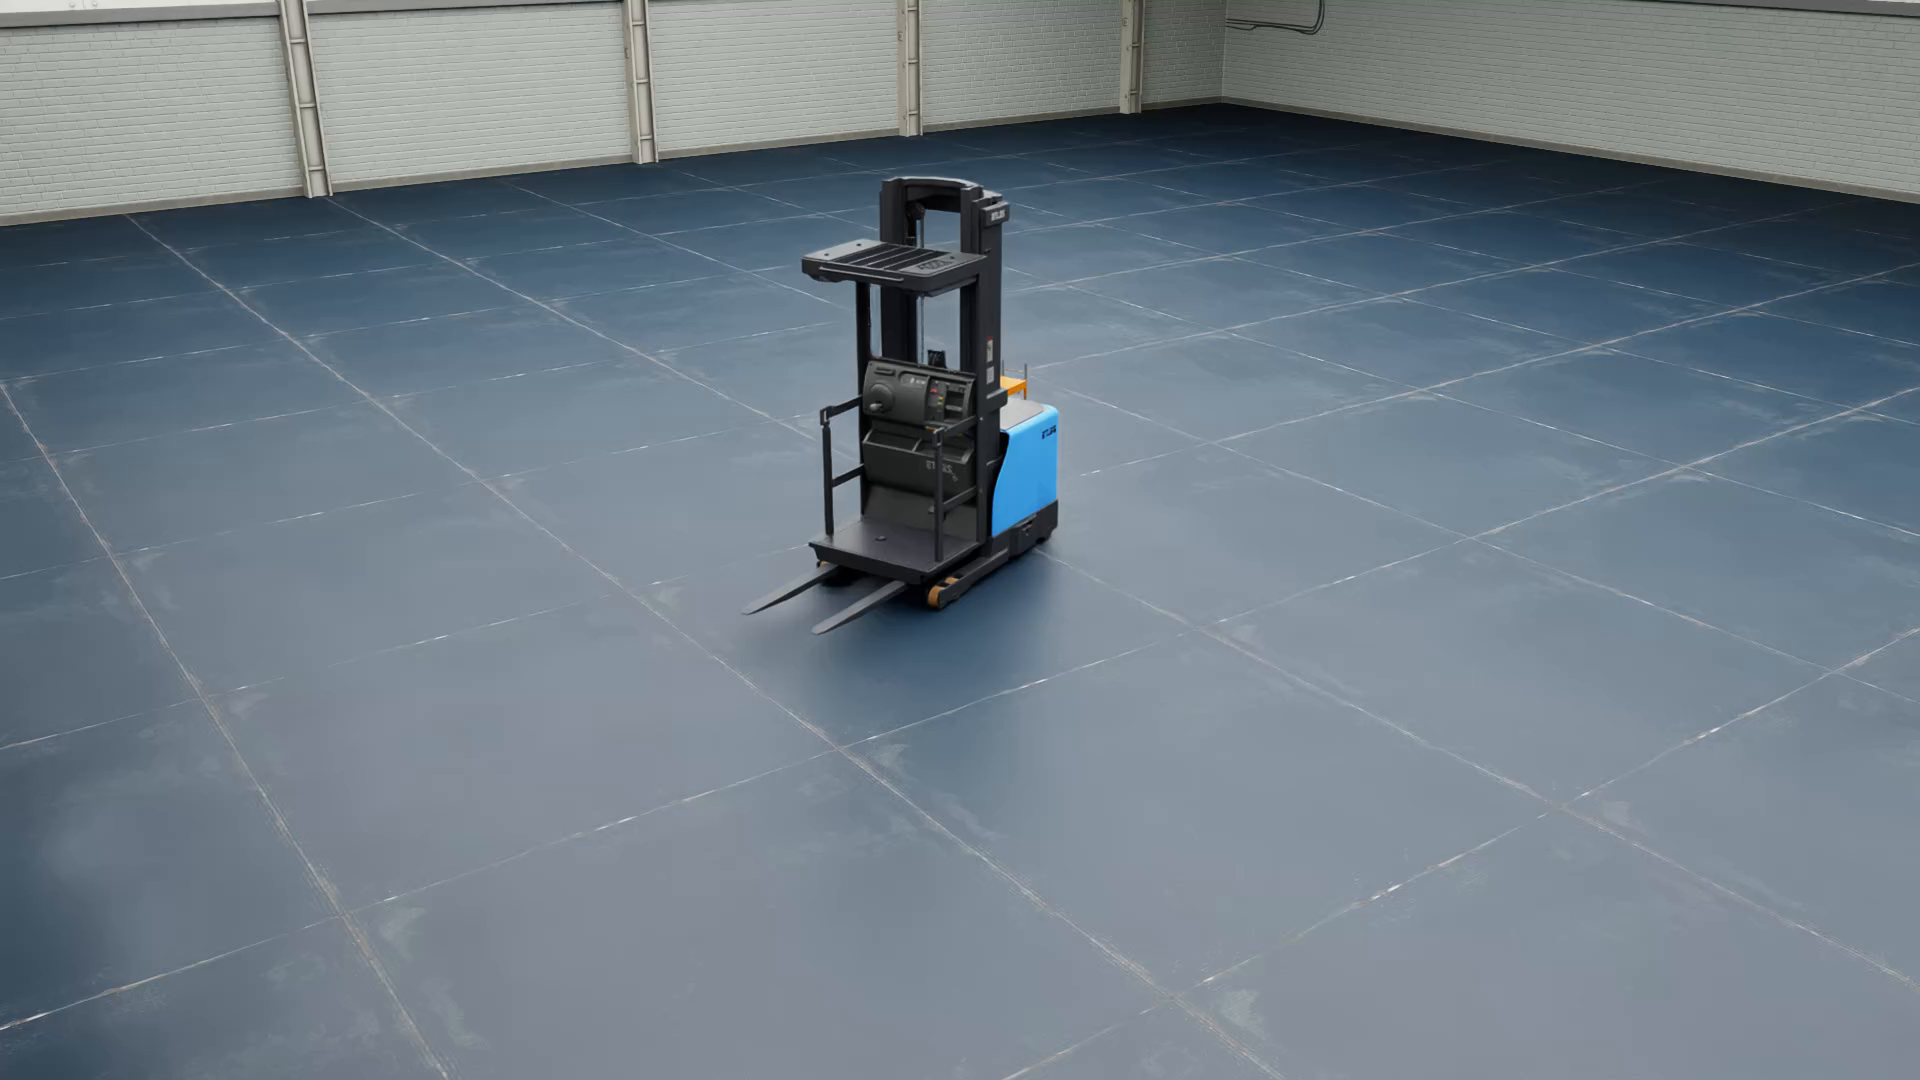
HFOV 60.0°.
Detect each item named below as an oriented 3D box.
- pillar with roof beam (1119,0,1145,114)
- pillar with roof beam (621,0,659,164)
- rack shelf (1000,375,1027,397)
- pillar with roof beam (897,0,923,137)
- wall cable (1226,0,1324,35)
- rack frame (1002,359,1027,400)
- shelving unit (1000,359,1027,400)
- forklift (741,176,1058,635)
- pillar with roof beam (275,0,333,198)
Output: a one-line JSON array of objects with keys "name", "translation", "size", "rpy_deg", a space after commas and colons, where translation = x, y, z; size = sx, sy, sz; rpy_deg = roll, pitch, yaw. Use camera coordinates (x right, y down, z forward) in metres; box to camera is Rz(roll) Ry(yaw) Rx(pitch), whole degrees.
[{"name": "pillar with roof beam", "translation": [6.365, -12.561, 32.733], "size": [0.400, 9.000, 9.100], "rpy_deg": [-15, 26, -33]}, {"name": "pillar with roof beam", "translation": [-3.376, -9.964, 26.224], "size": [0.400, 9.000, 9.100], "rpy_deg": [-15, 26, -33]}, {"name": "rack shelf", "translation": [0.324, -1.223, 13.783], "size": [0.258, 0.148, 0.480], "rpy_deg": [13, 25, 30]}, {"name": "pillar with roof beam", "translation": [1.494, -11.263, 29.479], "size": [0.400, 9.000, 9.100], "rpy_deg": [-15, 26, -33]}, {"name": "wall cable", "translation": [7.014, -12.654, 37.156], "size": [0.112, 2.526, 3.097], "rpy_deg": [-15, 26, -33]}, {"name": "rack frame", "translation": [0.455, -0.935, 14.120], "size": [0.240, 1.200, 0.015], "rpy_deg": [13, 25, 30]}, {"name": "shelving unit", "translation": [0.324, -0.858, 13.929], "size": [0.258, 1.200, 0.503], "rpy_deg": [13, 25, 30]}, {"name": "forklift", "translation": [-0.426, -1.057, 12.090], "size": [1.130, 2.935, 3.031], "rpy_deg": [13, 25, 30]}, {"name": "pillar with roof beam", "translation": [-8.246, -8.665, 22.970], "size": [0.400, 9.000, 9.100], "rpy_deg": [-15, 26, -33]}]
